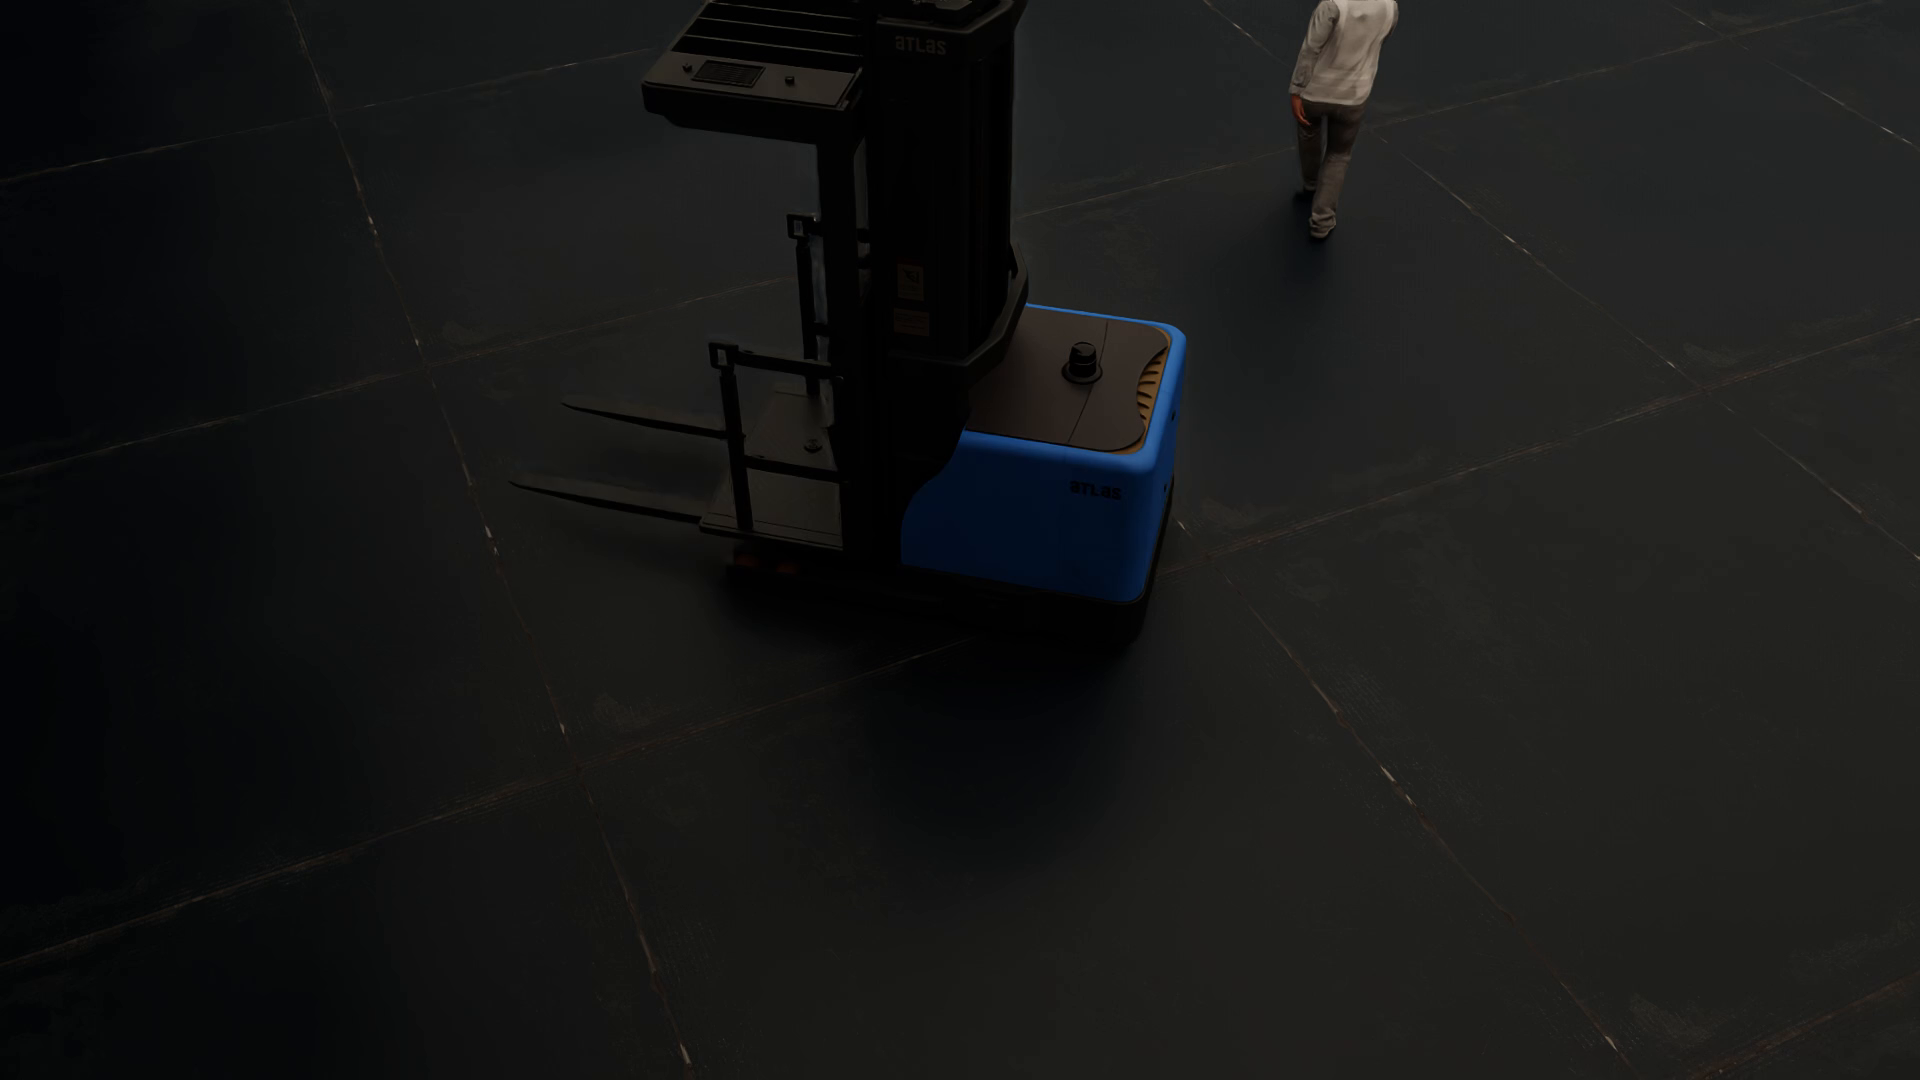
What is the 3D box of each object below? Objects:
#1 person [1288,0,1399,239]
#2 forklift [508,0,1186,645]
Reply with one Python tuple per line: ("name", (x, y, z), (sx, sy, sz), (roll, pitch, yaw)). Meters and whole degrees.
("person", (2.108, -2.565, 9.352), (0.563, 1.727, 0.924), (5, 43, 5))
("forklift", (-0.573, -1.152, 6.915), (3.031, 2.935, 1.130), (10, 44, 10))
